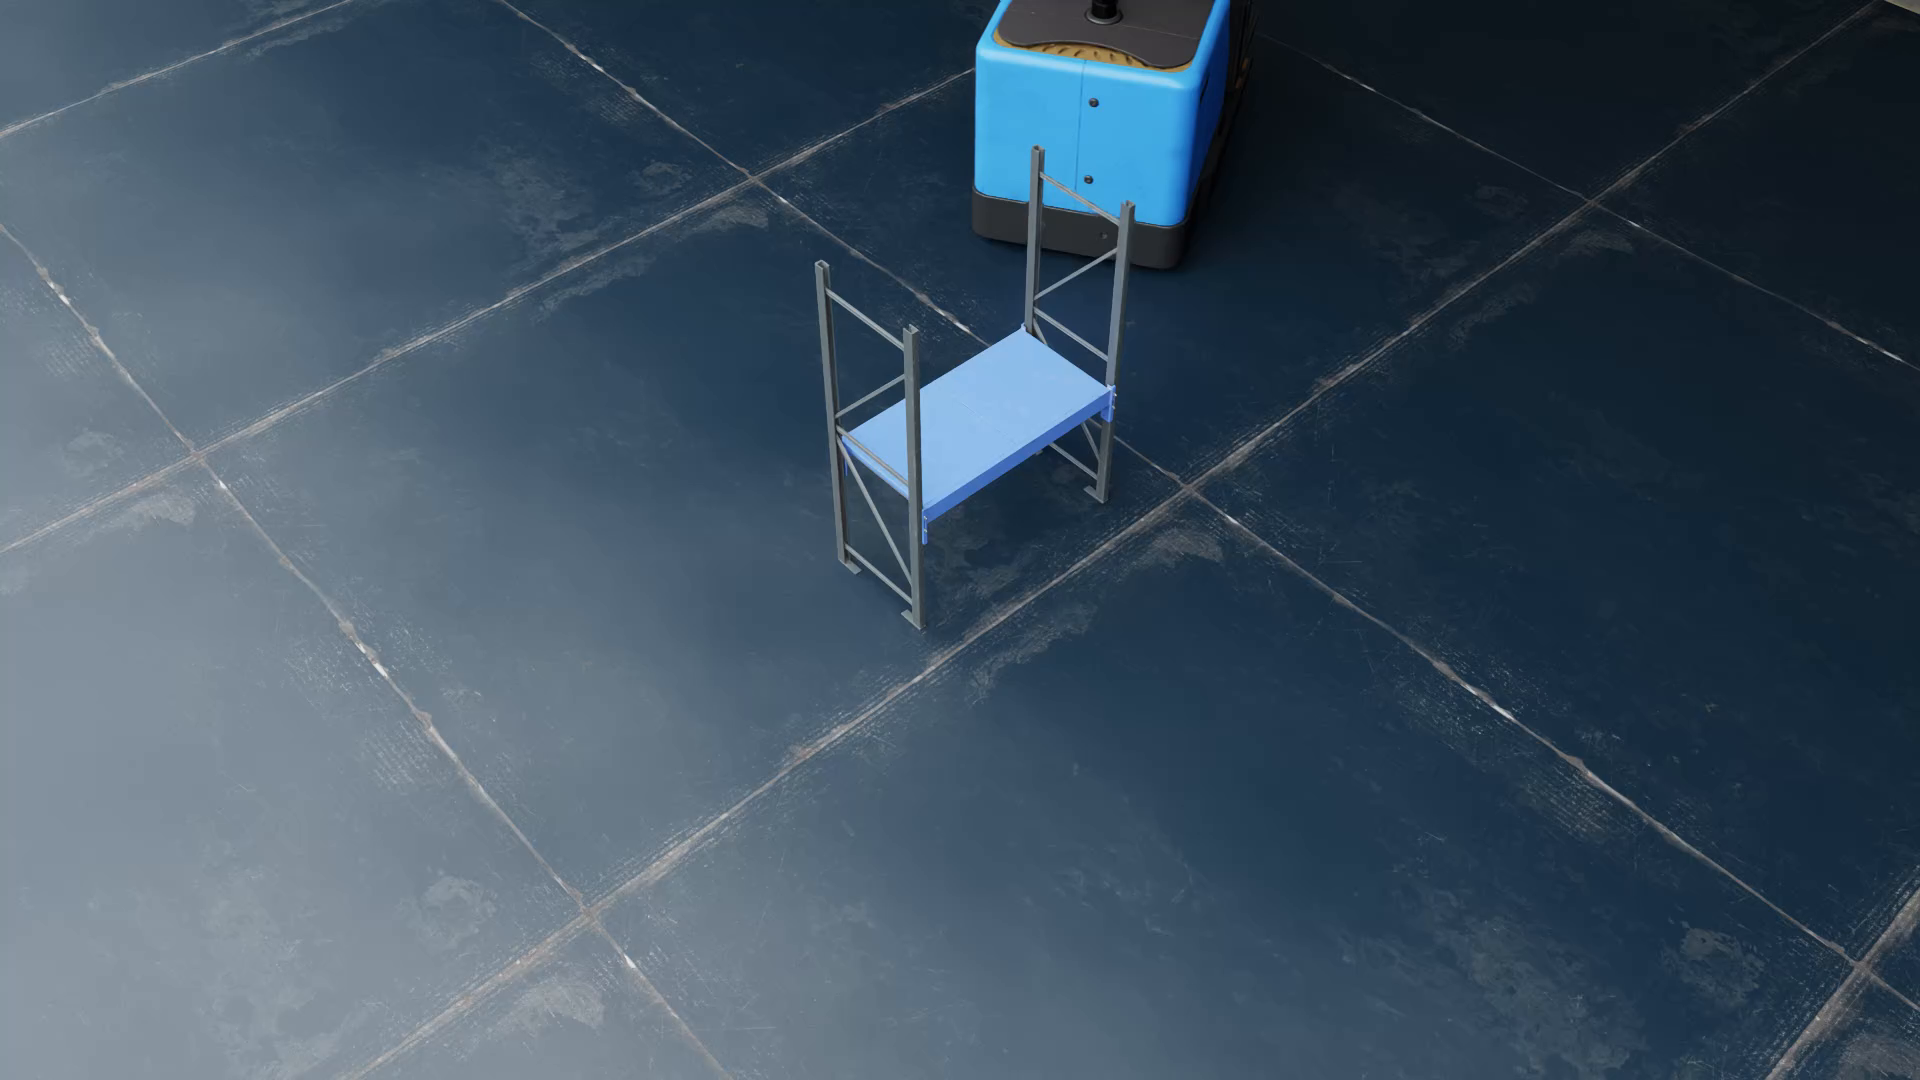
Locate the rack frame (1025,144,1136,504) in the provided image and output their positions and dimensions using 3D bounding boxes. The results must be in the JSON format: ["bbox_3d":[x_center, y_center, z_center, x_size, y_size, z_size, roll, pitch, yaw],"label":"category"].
[{"bbox_3d":[0.439,-0.802,6.523,0.032,1.500,0.500,-34,56,-27],"label":"rack frame"}]

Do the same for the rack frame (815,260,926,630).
[{"bbox_3d":[-0.313,-0.299,6.059,0.032,1.500,0.500,-34,56,-27],"label":"rack frame"}]

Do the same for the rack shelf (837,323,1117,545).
[{"bbox_3d":[0.063,-0.429,6.423,1.000,0.185,0.538,-34,56,-27],"label":"rack shelf"}]

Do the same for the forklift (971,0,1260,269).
[{"bbox_3d":[0.962,-3.388,7.935,1.130,2.935,3.031,12,48,11],"label":"forklift"}]

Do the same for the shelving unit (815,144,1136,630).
[{"bbox_3d":[0.063,-0.551,6.291,1.048,1.500,0.538,-34,56,-27],"label":"shelving unit"}]
